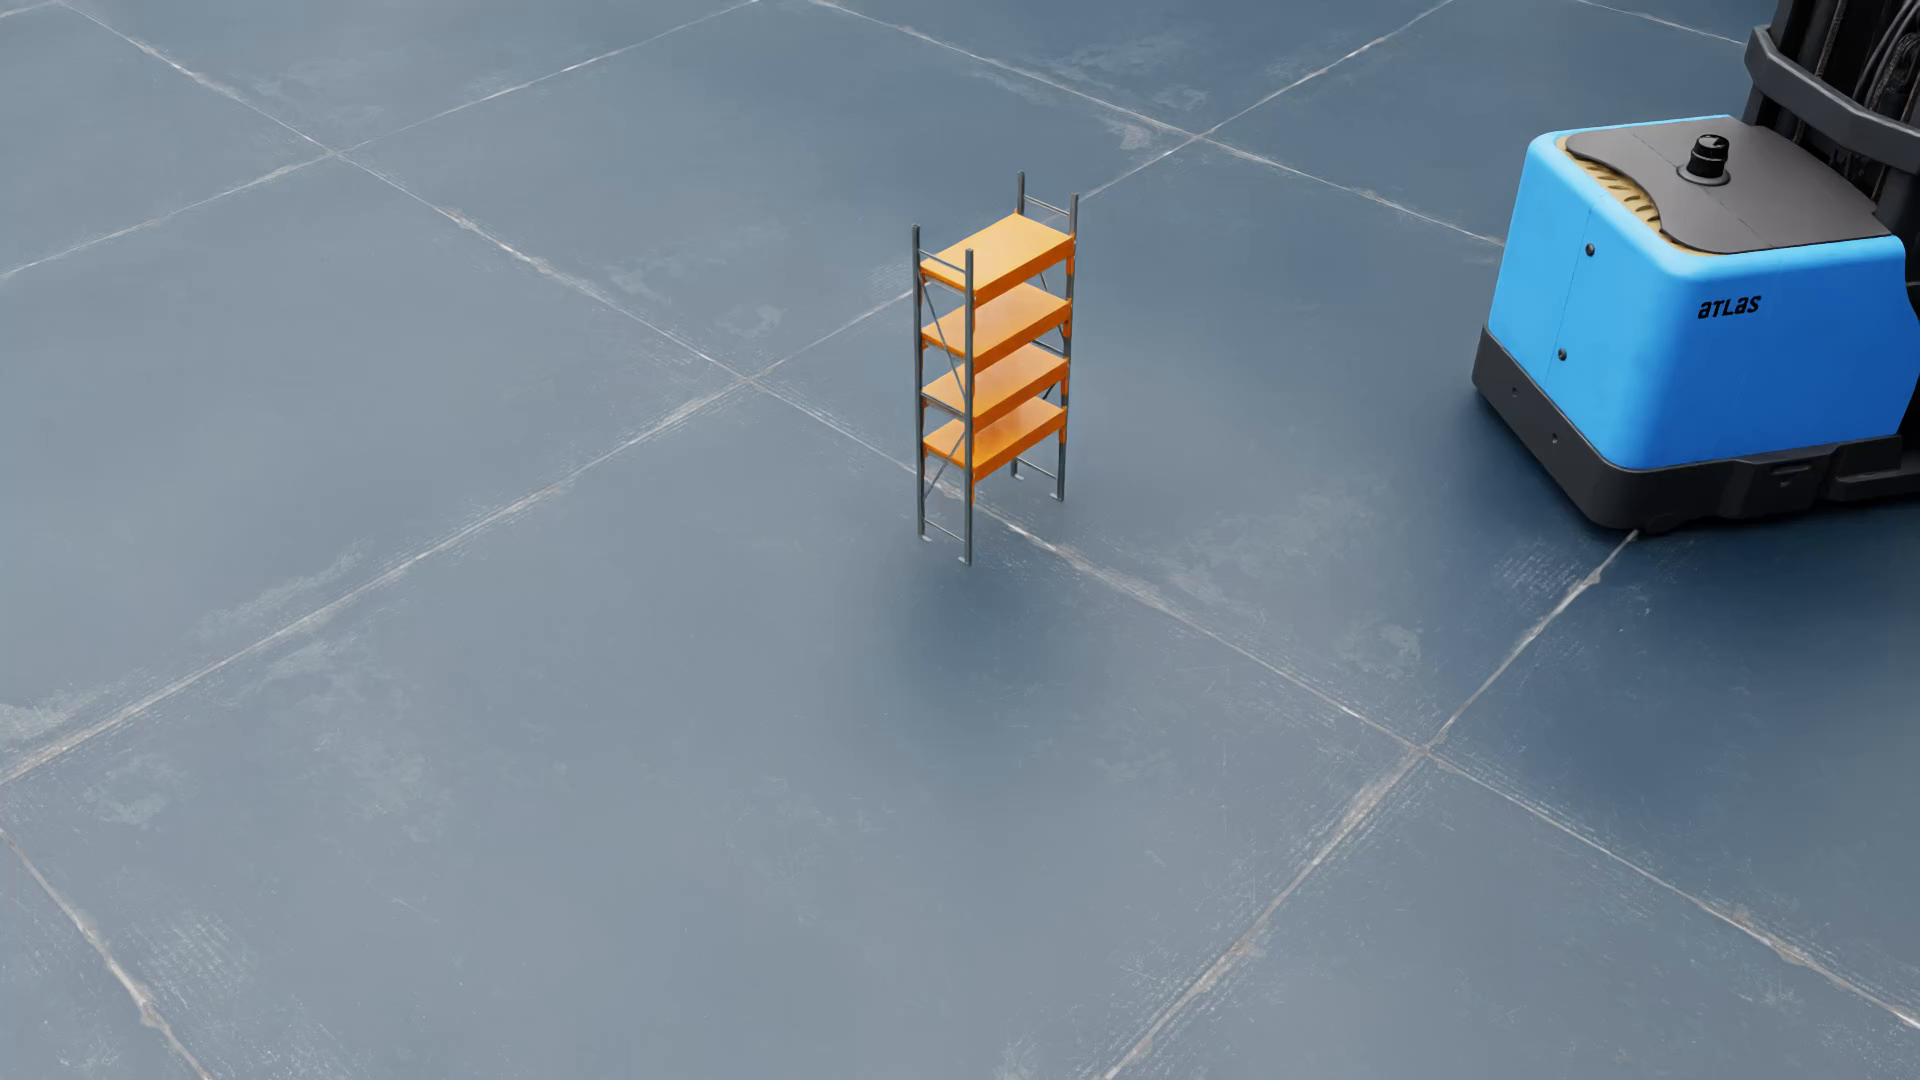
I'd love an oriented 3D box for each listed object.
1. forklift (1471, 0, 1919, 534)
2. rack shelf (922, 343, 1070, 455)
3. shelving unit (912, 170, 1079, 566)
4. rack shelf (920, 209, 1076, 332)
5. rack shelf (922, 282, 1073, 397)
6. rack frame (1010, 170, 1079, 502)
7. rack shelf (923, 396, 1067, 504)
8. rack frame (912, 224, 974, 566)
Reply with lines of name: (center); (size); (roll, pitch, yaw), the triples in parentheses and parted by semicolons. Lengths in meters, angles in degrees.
forklift: (3.544, -1.638, 5.455); (3.031, 2.935, 1.130); (-8, 39, -10)
rack shelf: (0.112, -0.493, 5.514); (0.258, 0.148, 0.480); (30, 47, 32)
shelving unit: (0.112, -0.546, 5.472); (0.258, 1.200, 0.503); (30, 47, 32)
rack shelf: (0.112, -0.853, 5.228); (0.258, 0.148, 0.480); (30, 47, 32)
rack shelf: (0.112, -0.668, 5.375); (0.258, 0.148, 0.480); (30, 47, 32)
rack frame: (0.276, -0.658, 5.613); (0.240, 1.200, 0.015); (30, 47, 32)
rack shelf: (0.112, -0.338, 5.638); (0.258, 0.148, 0.480); (30, 47, 32)
rack frame: (-0.053, -0.434, 5.331); (0.240, 1.200, 0.015); (30, 47, 32)
